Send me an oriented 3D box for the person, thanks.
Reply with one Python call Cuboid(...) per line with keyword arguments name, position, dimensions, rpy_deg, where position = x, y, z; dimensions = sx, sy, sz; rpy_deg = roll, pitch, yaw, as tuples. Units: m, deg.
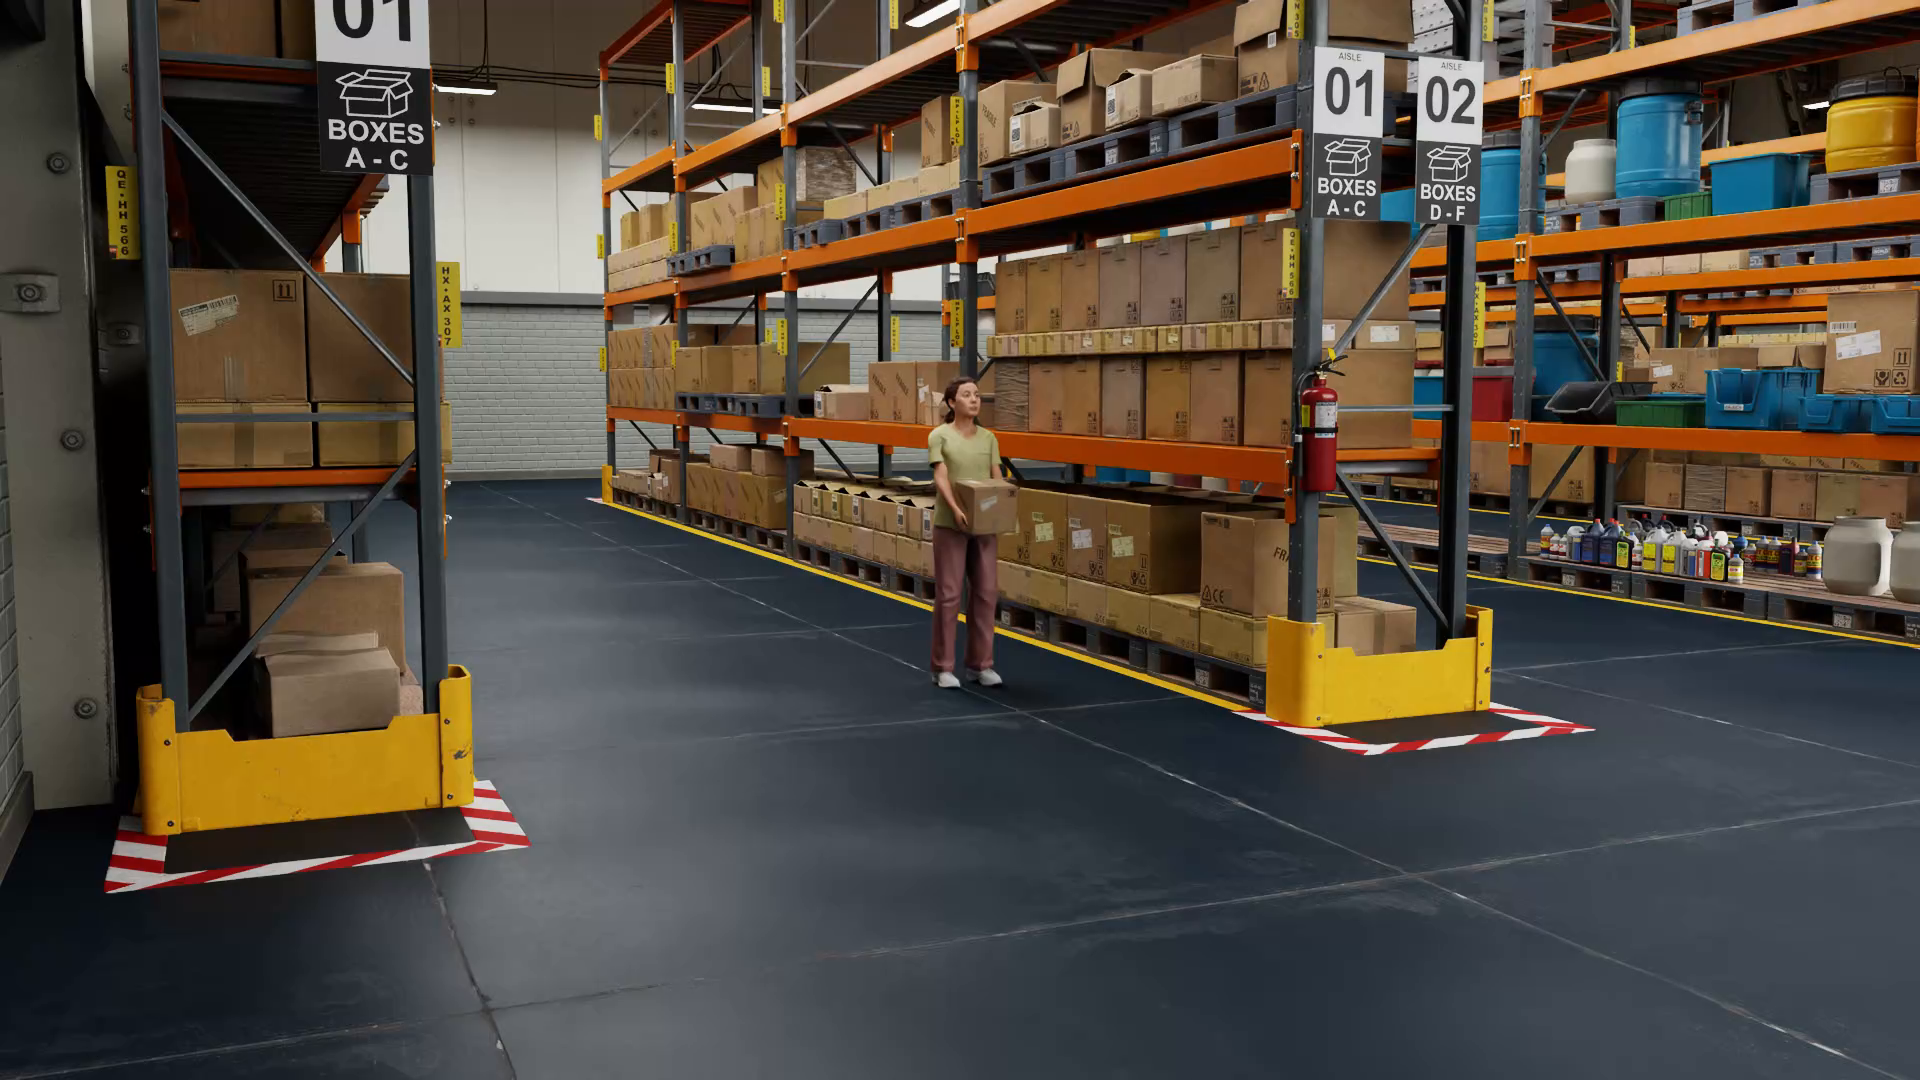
Cuboid(name="person", position=(0.058, -0.049, 8.983), dimensions=(0.436, 1.673, 0.543), rpy_deg=(-2, 6, -24))
